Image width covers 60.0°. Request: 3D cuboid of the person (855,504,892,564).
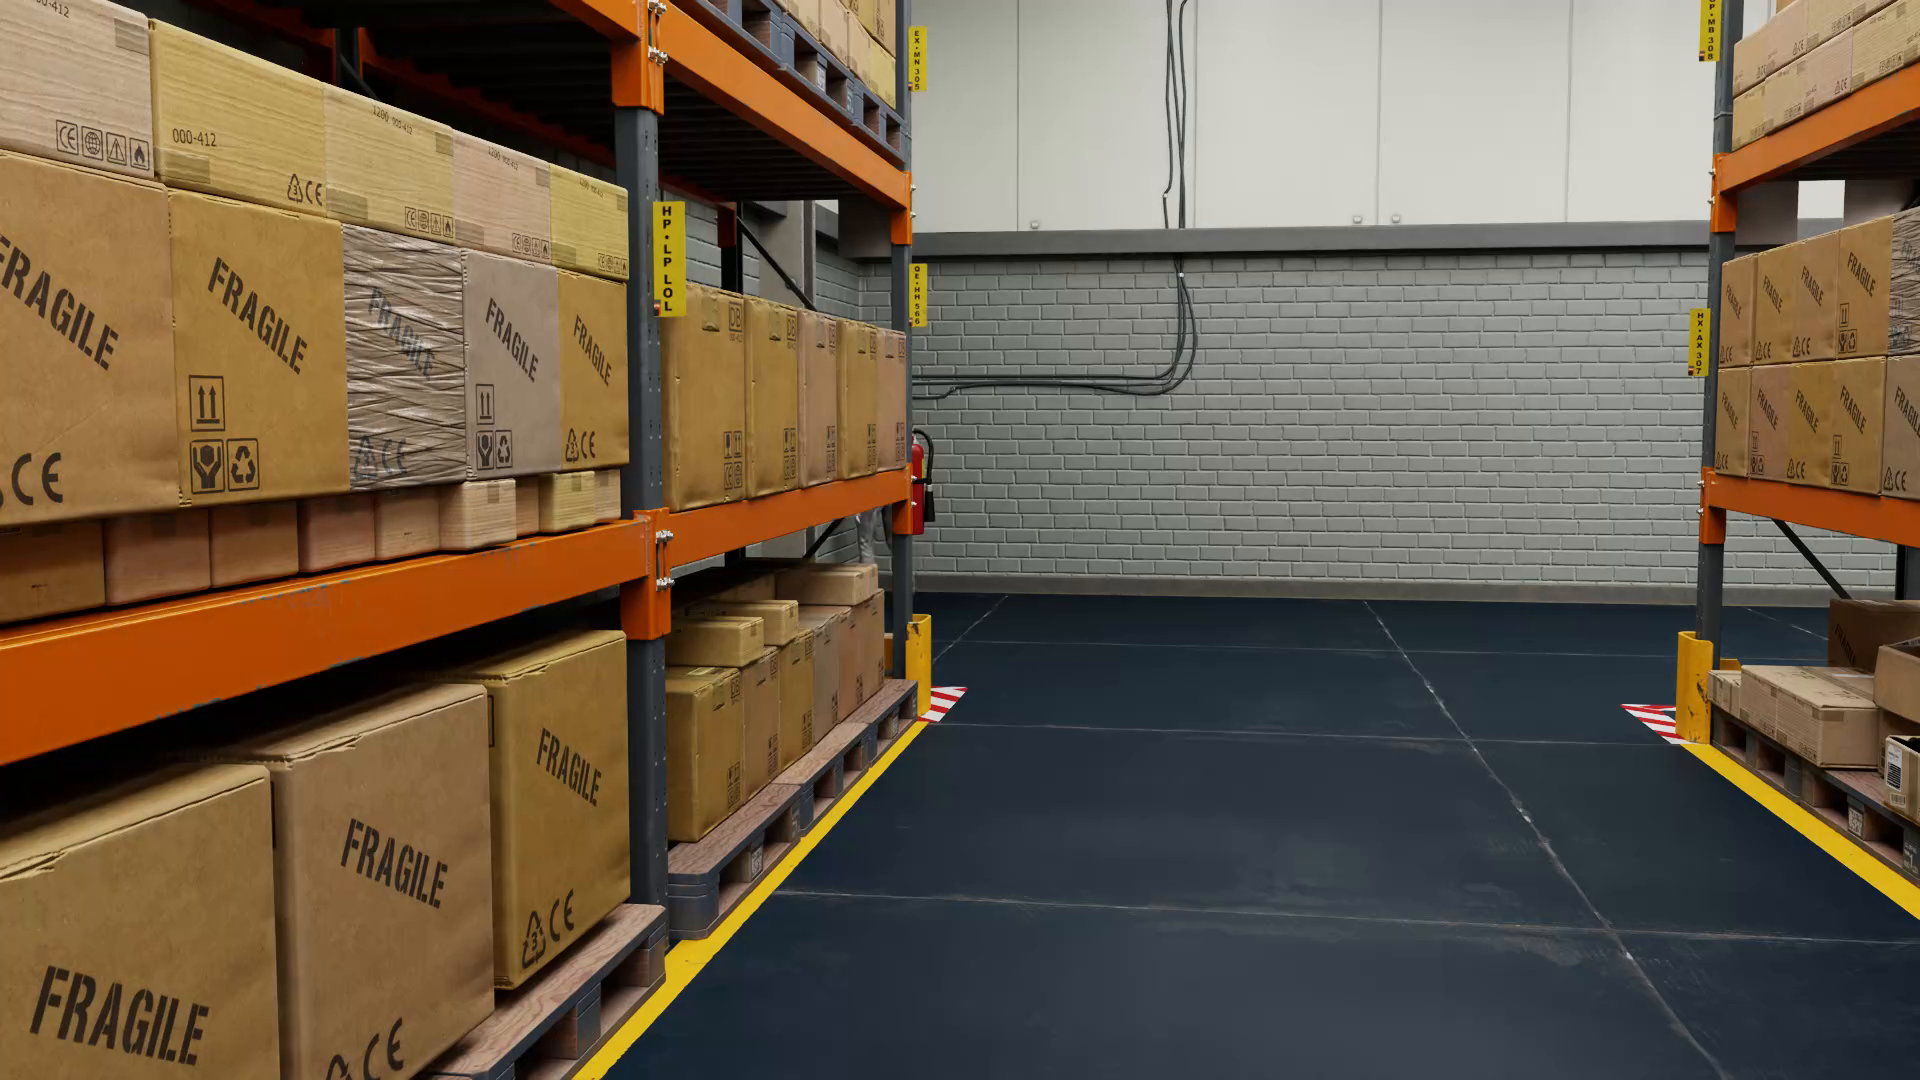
[{"bbox_3d":[-0.672,-0.315,13.552,0.520,1.661,0.621,-2,5,-22],"label":"person"}]
